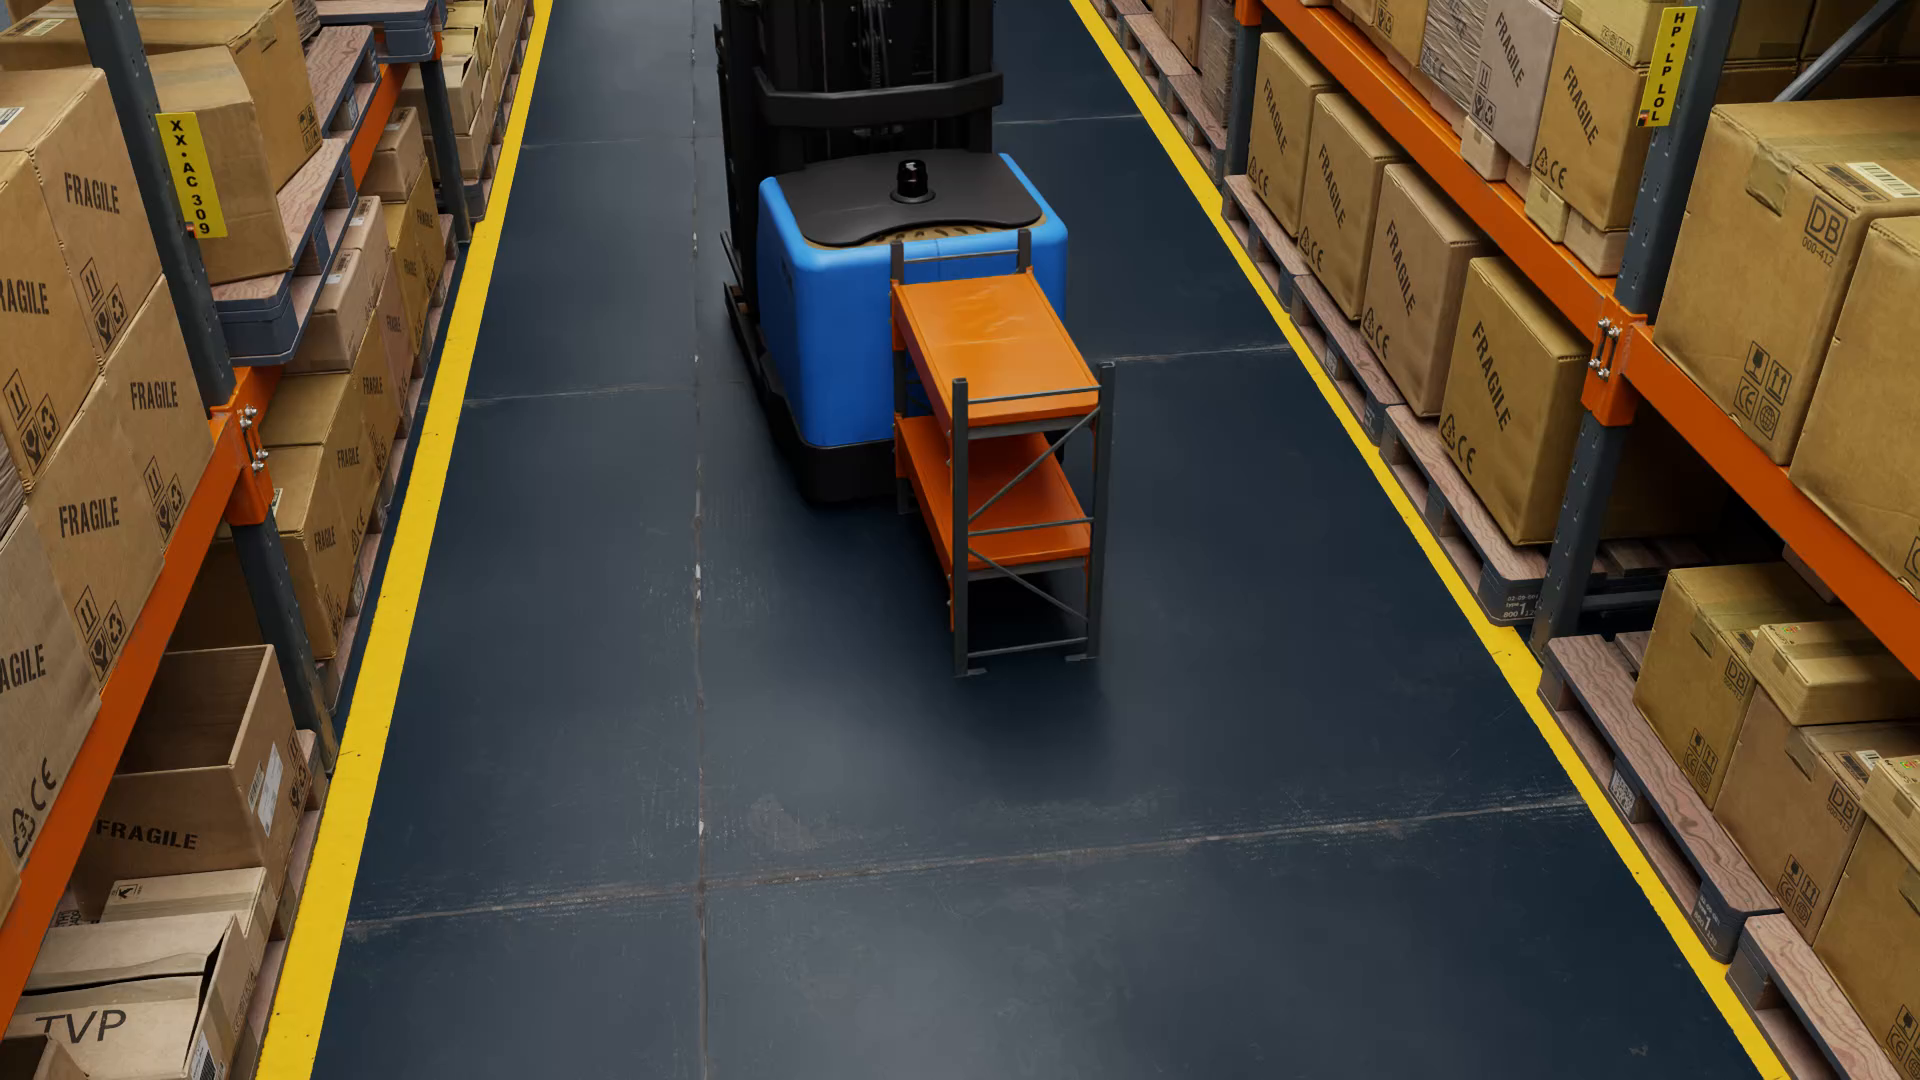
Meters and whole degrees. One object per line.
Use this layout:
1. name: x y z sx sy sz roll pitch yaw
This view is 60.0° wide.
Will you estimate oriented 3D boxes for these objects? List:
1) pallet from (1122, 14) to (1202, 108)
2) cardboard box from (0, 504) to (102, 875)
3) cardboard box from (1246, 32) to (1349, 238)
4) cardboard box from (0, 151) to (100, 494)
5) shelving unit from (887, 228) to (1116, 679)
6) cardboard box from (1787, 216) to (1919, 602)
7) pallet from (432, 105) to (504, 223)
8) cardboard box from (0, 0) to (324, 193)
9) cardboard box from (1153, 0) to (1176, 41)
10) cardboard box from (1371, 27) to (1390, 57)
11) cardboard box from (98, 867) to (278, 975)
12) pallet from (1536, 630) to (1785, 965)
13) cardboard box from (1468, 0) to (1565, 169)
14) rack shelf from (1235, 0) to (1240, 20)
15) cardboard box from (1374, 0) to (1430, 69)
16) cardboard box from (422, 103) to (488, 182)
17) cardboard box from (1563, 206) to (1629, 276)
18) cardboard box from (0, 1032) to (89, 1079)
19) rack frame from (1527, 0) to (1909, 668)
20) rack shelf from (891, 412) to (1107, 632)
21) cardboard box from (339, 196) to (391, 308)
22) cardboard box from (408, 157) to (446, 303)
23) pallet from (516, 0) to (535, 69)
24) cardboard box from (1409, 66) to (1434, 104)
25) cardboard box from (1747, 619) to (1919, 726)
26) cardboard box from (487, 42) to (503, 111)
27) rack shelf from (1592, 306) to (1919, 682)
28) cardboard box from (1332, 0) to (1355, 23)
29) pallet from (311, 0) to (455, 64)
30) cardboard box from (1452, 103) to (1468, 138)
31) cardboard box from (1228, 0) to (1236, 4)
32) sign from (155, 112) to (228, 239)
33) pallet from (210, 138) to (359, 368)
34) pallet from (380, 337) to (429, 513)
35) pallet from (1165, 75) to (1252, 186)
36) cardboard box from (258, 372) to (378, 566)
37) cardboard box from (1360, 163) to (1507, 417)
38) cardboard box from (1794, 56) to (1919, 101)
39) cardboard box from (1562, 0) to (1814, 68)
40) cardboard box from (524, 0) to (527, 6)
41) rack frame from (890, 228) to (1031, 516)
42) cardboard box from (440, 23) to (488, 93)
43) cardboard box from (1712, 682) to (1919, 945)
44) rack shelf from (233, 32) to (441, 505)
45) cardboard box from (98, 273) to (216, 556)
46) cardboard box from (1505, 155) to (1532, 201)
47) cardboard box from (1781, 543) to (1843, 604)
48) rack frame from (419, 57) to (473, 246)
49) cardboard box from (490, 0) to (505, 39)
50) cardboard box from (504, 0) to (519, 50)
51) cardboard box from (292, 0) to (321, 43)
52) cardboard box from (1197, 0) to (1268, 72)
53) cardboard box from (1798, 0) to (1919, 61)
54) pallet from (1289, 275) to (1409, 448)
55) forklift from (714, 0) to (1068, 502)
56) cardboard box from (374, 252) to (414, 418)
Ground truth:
1. pallet: 1.651 -3.075 10.575 1.003 0.211 1.213 -4 35 -6
2. cardboard box: -1.991 0.290 3.073 0.500 0.500 0.500 -4 34 -5
3. cardboard box: 1.884 -1.977 8.023 0.750 0.750 0.750 -5 35 -7
4. cardboard box: -2.059 -0.409 3.210 0.500 0.500 0.500 -5 35 -7
5. shelving unit: 0.114 -0.318 5.718 0.538 1.125 1.048 -7 35 -10
6. cardboard box: 2.603 -0.292 3.749 0.980 0.700 0.700 -5 35 -8
7. pallet: -3.065 -2.045 9.063 1.003 0.211 1.213 -4 35 -6
8. cardboard box: -2.452 -1.378 5.146 0.700 0.500 0.500 1 34 1
9. cardboard box: 1.641 -3.511 10.568 0.700 0.500 0.500 -4 34 -6
10. cardboard box: 1.931 -2.099 6.872 0.380 0.149 0.250 -4 34 -6
11. cardboard box: -1.987 0.995 4.268 0.380 0.149 0.250 -4 35 -6
12. pallet: 2.478 0.703 5.031 1.003 0.211 1.213 -4 35 -6
13. cardboard box: 2.063 -1.575 5.527 0.500 0.500 0.500 -4 34 -6
14. rack shelf: 1.647 -3.931 9.993 1.077 0.370 4.000 -4 35 -6
15. cardboard box: 1.932 -2.134 6.347 0.500 0.500 0.500 -3 34 -5
16. cardboard box: -2.772 -2.087 8.717 0.500 0.250 0.500 -4 35 -7
17. cardboard box: 2.127 -0.952 5.188 0.380 0.149 0.250 -4 34 -6
18. cardboard box: -2.197 1.395 3.365 0.797 0.503 0.637 -4 35 -6
19. rack frame: 2.453 -0.880 4.878 1.000 3.000 0.127 -4 35 -6
20. rack shelf: 0.114 -0.116 5.856 0.538 0.278 1.000 -7 35 -10
21. cardboard box: -2.481 -1.088 6.346 0.500 0.250 0.500 -5 35 -7
22. cardboard box: -2.634 -1.379 7.440 0.500 0.500 0.500 -3 34 -5
23. pallet: -3.393 -3.406 11.061 1.003 0.211 1.213 -4 35 -6
24. cardboard box: 1.976 -1.813 6.452 0.380 0.149 0.250 -3 34 -5
25. cardboard box: 2.318 0.341 4.356 0.380 0.149 0.250 -3 34 -5
26. cardboard box: -2.916 -2.657 9.553 0.500 0.250 0.500 -5 35 -8
27. rack shelf: 2.722 0.533 3.442 1.077 0.370 4.000 -4 35 -6
28. cardboard box: 1.863 -2.388 7.296 0.380 0.149 0.250 -5 35 -7
29. pallet: -2.832 -2.283 7.106 1.213 0.211 1.003 -4 35 -6
30. cardboard box: 2.019 -1.523 6.026 0.380 0.149 0.250 -4 35 -6
31. cardboard box: 1.752 -3.291 9.579 0.500 0.250 0.500 -4 34 -5
32. sign: -1.918 -0.906 4.147 0.100 0.325 0.005 -4 35 -6
33. pallet: -2.454 -0.878 5.045 1.003 0.211 1.213 -4 35 -6
34. pallet: -2.769 -0.484 6.772 1.003 0.211 1.213 -4 35 -6
35. pallet: 1.812 -2.396 9.578 1.003 0.211 1.213 -4 35 -6
36. cardboard box: -2.361 -0.237 5.763 0.500 0.500 0.500 -4 34 -6
37. cardboard box: 2.115 -1.014 6.610 0.750 0.750 0.750 -3 34 -5
38. cardboard box: 2.641 -1.328 5.165 0.500 0.500 0.500 -6 35 -8
39. cardboard box: 2.137 -1.604 4.903 0.500 0.250 0.500 -4 34 -5
40. cardboard box: -3.188 -3.795 11.224 0.500 0.250 0.500 -5 35 -7
41. rack frame: 0.004 -0.598 6.128 0.500 1.125 0.032 -7 35 -10
42. cardboard box: -2.851 -2.611 8.988 0.500 0.311 0.500 -5 35 -8
43. cardboard box: 2.517 0.685 4.428 0.700 0.500 0.500 -5 35 -7
44. rack shelf: -2.724 -1.321 6.164 1.077 0.370 4.000 -4 35 -6
45. cardboard box: -2.133 -0.284 3.915 0.500 0.500 0.500 -4 34 -6
46. cardboard box: 2.080 -1.239 5.609 0.380 0.149 0.250 -3 34 -5
47. cardboard box: 2.630 0.041 4.798 0.380 0.149 0.250 -5 35 -7
48. rack frame: -2.993 -2.735 7.599 1.000 3.000 0.127 -4 35 -6
49. cardboard box: -2.987 -3.182 9.827 0.500 0.311 0.500 -5 35 -7
50. cardboard box: -3.052 -3.227 10.390 0.500 0.250 0.500 -4 34 -5
51. cardboard box: -2.863 -2.082 6.180 0.700 0.500 0.500 2 34 3
52. cardboard box: 1.813 -2.955 9.752 0.700 0.500 0.500 -4 35 -6
53. cardboard box: 2.650 -1.639 4.954 0.500 0.250 0.500 -3 34 -5
54. pallet: 2.108 -0.835 7.287 1.003 0.211 1.213 -4 35 -6
55. forklift: -0.469 -2.181 6.848 1.130 2.935 3.031 -9 35 -13
56. cardboard box: -2.488 -0.798 6.587 0.500 0.500 0.500 -6 35 -8
